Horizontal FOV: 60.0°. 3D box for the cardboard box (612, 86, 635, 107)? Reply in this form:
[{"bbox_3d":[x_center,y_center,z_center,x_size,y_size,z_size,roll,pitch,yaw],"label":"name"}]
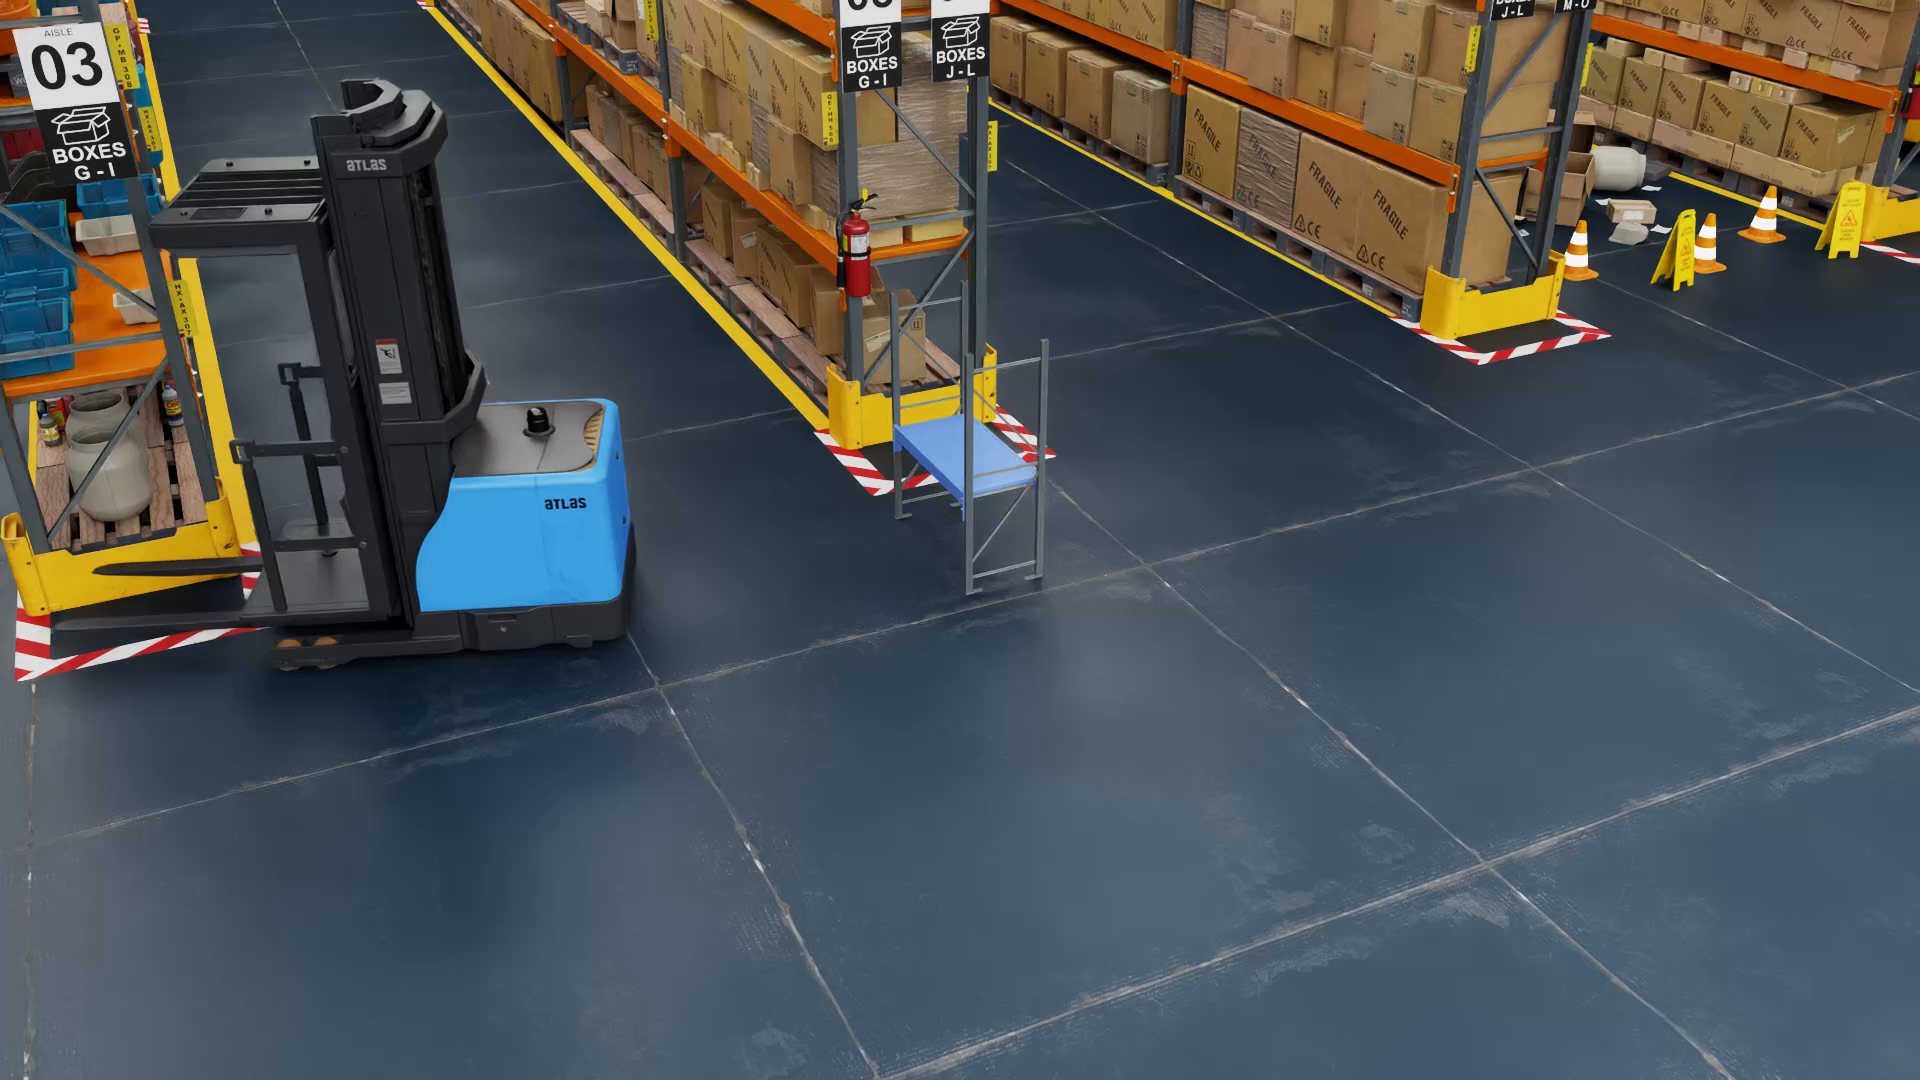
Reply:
[{"bbox_3d":[-3.176,-4.518,16.552,0.500,0.250,0.500,-9,31,-16],"label":"cardboard box"}]

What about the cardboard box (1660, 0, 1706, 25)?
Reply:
[{"bbox_3d":[7.317,-5.404,16.386,0.500,0.500,0.500,-13,32,-22],"label":"cardboard box"}]

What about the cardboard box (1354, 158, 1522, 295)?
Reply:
[{"bbox_3d":[3.879,-2.616,13.564,0.875,0.875,0.875,-13,32,-22],"label":"cardboard box"}]

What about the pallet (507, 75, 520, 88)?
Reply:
[{"bbox_3d":[-5.046,-5.836,20.415,1.003,0.211,1.213,-13,32,-22],"label":"pallet"}]

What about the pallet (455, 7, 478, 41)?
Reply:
[{"bbox_3d":[-6.229,-7.053,22.586,1.003,0.211,1.213,-13,32,-22],"label":"pallet"}]

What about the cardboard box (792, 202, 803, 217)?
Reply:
[{"bbox_3d":[-0.956,-2.374,11.646,0.380,0.149,0.250,-13,32,-22],"label":"cardboard box"}]

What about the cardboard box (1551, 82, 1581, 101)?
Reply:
[{"bbox_3d":[6.712,-5.193,18.674,0.950,0.372,0.625,-13,32,-21],"label":"cardboard box"}]

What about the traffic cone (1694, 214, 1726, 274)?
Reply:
[{"bbox_3d":[6.450,-2.587,14.363,0.336,0.463,0.334,-13,32,-22],"label":"traffic cone"}]

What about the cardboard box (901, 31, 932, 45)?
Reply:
[{"bbox_3d":[-0.492,-3.209,11.450,0.500,0.500,0.500,-13,32,-22],"label":"cardboard box"}]

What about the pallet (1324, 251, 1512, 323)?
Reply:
[{"bbox_3d":[3.815,-2.194,13.920,1.003,0.211,1.213,-13,32,-22],"label":"pallet"}]

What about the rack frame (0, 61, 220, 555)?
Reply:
[{"bbox_3d":[-4.767,-1.037,9.005,1.000,3.000,0.127,-13,32,-22],"label":"rack frame"}]

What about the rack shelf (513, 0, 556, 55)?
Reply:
[{"bbox_3d":[-4.587,-6.181,18.914,1.077,0.370,4.000,-13,32,-22],"label":"rack shelf"}]

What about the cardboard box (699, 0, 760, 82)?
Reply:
[{"bbox_3d":[-1.617,-3.760,12.432,0.500,0.500,0.500,-13,32,-22],"label":"cardboard box"}]

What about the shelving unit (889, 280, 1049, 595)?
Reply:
[{"bbox_3d":[0.037,-0.616,9.789,0.538,1.500,1.048,-13,32,-22],"label":"shelving unit"}]

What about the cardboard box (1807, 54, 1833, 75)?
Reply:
[{"bbox_3d":[8.003,-4.375,15.215,0.380,0.149,0.250,-14,32,-23],"label":"cardboard box"}]

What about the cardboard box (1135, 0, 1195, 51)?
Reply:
[{"bbox_3d":[2.047,-5.059,16.075,0.500,0.500,0.500,-13,32,-22],"label":"cardboard box"}]

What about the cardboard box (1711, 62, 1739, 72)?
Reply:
[{"bbox_3d":[7.876,-4.581,16.941,0.500,0.500,0.500,-11,31,-19],"label":"cardboard box"}]

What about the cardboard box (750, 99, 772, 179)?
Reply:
[{"bbox_3d":[-1.004,-2.925,11.965,0.875,0.500,0.500,-13,32,-22],"label":"cardboard box"}]

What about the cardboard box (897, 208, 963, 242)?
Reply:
[{"bbox_3d":[-0.201,-2.143,11.235,0.380,0.149,0.250,-13,32,-22],"label":"cardboard box"}]

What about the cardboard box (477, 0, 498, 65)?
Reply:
[{"bbox_3d":[-5.152,-6.356,20.233,1.225,0.875,0.875,-13,32,-22],"label":"cardboard box"}]

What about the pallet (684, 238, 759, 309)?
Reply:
[{"bbox_3d":[-1.691,-2.338,14.177,1.003,0.211,1.213,-13,32,-22],"label":"pallet"}]

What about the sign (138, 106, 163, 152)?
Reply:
[{"bbox_3d":[-5.983,-3.035,12.286,0.100,0.325,0.005,-13,32,-22],"label":"sign"}]

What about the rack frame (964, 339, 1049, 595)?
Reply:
[{"bbox_3d":[0.255,-0.392,9.388,0.500,1.500,0.032,-13,32,-22],"label":"rack frame"}]

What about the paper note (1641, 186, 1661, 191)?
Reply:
[{"bbox_3d":[6.812,-3.468,16.377,0.148,0.019,0.142,26,38,38],"label":"paper note"}]

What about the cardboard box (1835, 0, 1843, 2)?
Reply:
[{"bbox_3d":[8.030,-5.172,14.951,0.700,0.500,0.500,-13,32,-22],"label":"cardboard box"}]

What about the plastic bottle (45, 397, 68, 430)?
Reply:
[{"bbox_3d":[-6.035,-0.877,11.055,0.152,0.276,0.135,-13,32,-22],"label":"plastic bottle"}]

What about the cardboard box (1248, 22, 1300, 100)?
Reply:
[{"bbox_3d":[3.063,-4.244,14.572,0.875,0.550,0.550,-13,32,-22],"label":"cardboard box"}]

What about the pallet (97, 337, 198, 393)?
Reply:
[{"bbox_3d":[-6.234,-1.282,12.294,1.003,0.211,1.213,-13,32,-22],"label":"pallet"}]

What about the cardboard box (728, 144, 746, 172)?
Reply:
[{"bbox_3d":[-1.534,-2.916,12.614,0.380,0.149,0.250,-13,32,-22],"label":"cardboard box"}]

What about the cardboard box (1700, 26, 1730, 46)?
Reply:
[{"bbox_3d":[7.459,-4.936,16.216,0.380,0.149,0.250,-13,32,-22],"label":"cardboard box"}]

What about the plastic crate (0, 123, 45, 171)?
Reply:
[{"bbox_3d":[-6.968,-2.981,12.408,0.402,0.464,0.583,-13,32,-22],"label":"plastic crate"}]

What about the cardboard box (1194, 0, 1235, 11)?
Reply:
[{"bbox_3d":[2.639,-5.207,15.184,0.875,0.550,0.550,-13,32,-22],"label":"cardboard box"}]

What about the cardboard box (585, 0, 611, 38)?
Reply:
[{"bbox_3d":[-3.216,-4.940,15.690,0.500,0.250,0.500,-14,32,-23],"label":"cardboard box"}]

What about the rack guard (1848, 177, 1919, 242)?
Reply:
[{"bbox_3d":[8.624,-3.101,15.242,1.175,0.500,0.348,-13,32,-22],"label":"rack guard"}]

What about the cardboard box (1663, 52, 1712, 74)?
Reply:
[{"bbox_3d":[7.289,-4.788,16.647,0.380,0.149,0.250,-11,31,-19],"label":"cardboard box"}]

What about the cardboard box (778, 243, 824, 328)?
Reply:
[{"bbox_3d":[-1.086,-1.987,12.825,0.500,0.500,0.500,-10,31,-17],"label":"cardboard box"}]

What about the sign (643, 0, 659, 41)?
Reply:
[{"bbox_3d":[-2.511,-4.231,13.517,0.100,0.325,0.005,-13,32,-22],"label":"sign"}]

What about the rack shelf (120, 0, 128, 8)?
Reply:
[{"bbox_3d":[-9.060,-5.141,17.059,1.077,0.370,4.000,-13,32,-22],"label":"rack shelf"}]

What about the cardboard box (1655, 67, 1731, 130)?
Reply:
[{"bbox_3d":[7.410,-4.455,16.716,0.500,0.500,0.500,-11,31,-19],"label":"cardboard box"}]

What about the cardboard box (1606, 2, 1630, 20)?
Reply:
[{"bbox_3d":[6.940,-5.508,17.235,0.380,0.149,0.250,-12,31,-21],"label":"cardboard box"}]

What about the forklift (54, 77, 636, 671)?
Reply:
[{"bbox_3d":[-3.391,-0.847,8.736,3.031,2.935,1.130,-3,29,-6],"label":"forklift"}]

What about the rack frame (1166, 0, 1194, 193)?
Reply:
[{"bbox_3d":[2.512,-4.841,15.789,1.000,3.000,0.127,-13,32,-22],"label":"rack frame"}]

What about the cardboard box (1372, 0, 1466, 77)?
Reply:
[{"bbox_3d":[3.786,-4.006,13.042,0.875,0.550,0.550,-13,32,-22],"label":"cardboard box"}]

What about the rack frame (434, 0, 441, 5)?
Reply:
[{"bbox_3d":[-7.162,-9.145,23.464,1.000,3.000,0.127,-13,32,-22],"label":"rack frame"}]

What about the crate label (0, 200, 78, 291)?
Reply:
[{"bbox_3d":[-5.801,-1.809,10.345,0.502,0.435,0.616,-13,32,-22],"label":"crate label"}]

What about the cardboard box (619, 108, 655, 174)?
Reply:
[{"bbox_3d":[-2.923,-3.929,16.269,0.700,0.500,0.500,-10,31,-18],"label":"cardboard box"}]

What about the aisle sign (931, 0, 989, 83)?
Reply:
[{"bbox_3d":[0.004,-3.246,10.288,0.394,0.787,0.004,-13,32,-22],"label":"aisle sign"}]

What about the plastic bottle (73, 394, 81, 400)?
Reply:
[{"bbox_3d":[-5.990,-0.940,11.244,0.097,0.201,0.097,0,29,0],"label":"plastic bottle"}]

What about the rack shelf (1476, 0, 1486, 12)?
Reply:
[{"bbox_3d":[3.371,-4.952,13.655,1.077,0.370,4.000,-13,32,-22],"label":"rack shelf"}]

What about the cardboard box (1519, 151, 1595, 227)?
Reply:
[{"bbox_3d":[5.616,-3.313,15.617,0.637,0.503,0.797,13,32,21],"label":"cardboard box"}]

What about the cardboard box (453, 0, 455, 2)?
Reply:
[{"bbox_3d":[-6.815,-8.135,23.407,0.875,0.875,0.875,-13,32,-22],"label":"cardboard box"}]

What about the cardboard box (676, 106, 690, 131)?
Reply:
[{"bbox_3d":[-2.095,-3.463,13.589,0.380,0.149,0.250,-13,32,-22],"label":"cardboard box"}]

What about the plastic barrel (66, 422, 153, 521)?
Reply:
[{"bbox_3d":[-5.119,-0.410,10.001,0.421,0.512,0.421,0,29,0],"label":"plastic barrel"}]

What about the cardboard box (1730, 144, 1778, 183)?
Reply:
[{"bbox_3d":[7.851,-3.673,16.088,0.500,0.250,0.500,-13,32,-22],"label":"cardboard box"}]

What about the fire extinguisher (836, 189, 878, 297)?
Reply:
[{"bbox_3d":[-0.661,-1.896,10.616,0.296,0.674,0.183,-13,32,-22],"label":"fire extinguisher"}]
